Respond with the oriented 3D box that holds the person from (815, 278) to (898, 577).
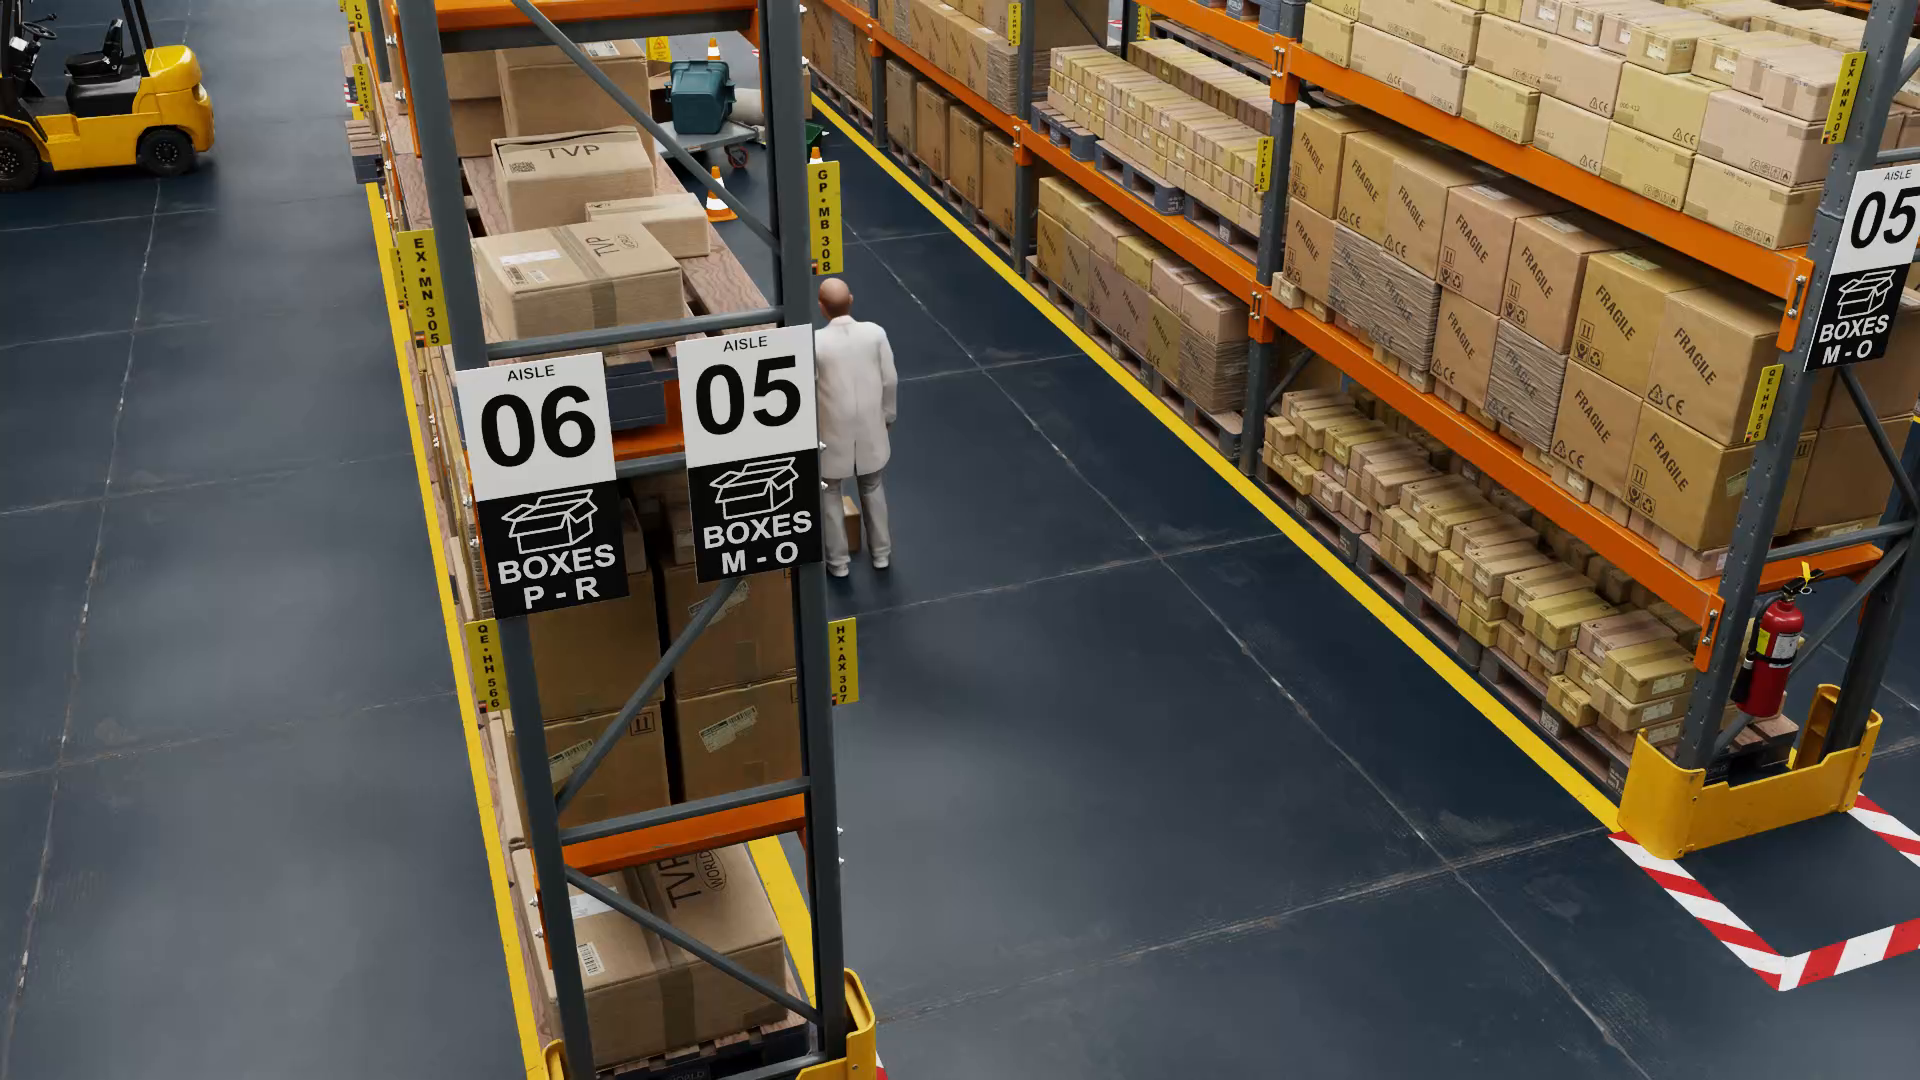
[{"bbox_3d":[-0.656,-0.637,9.494,0.628,1.773,0.427,-12,31,-19],"label":"person"}]
